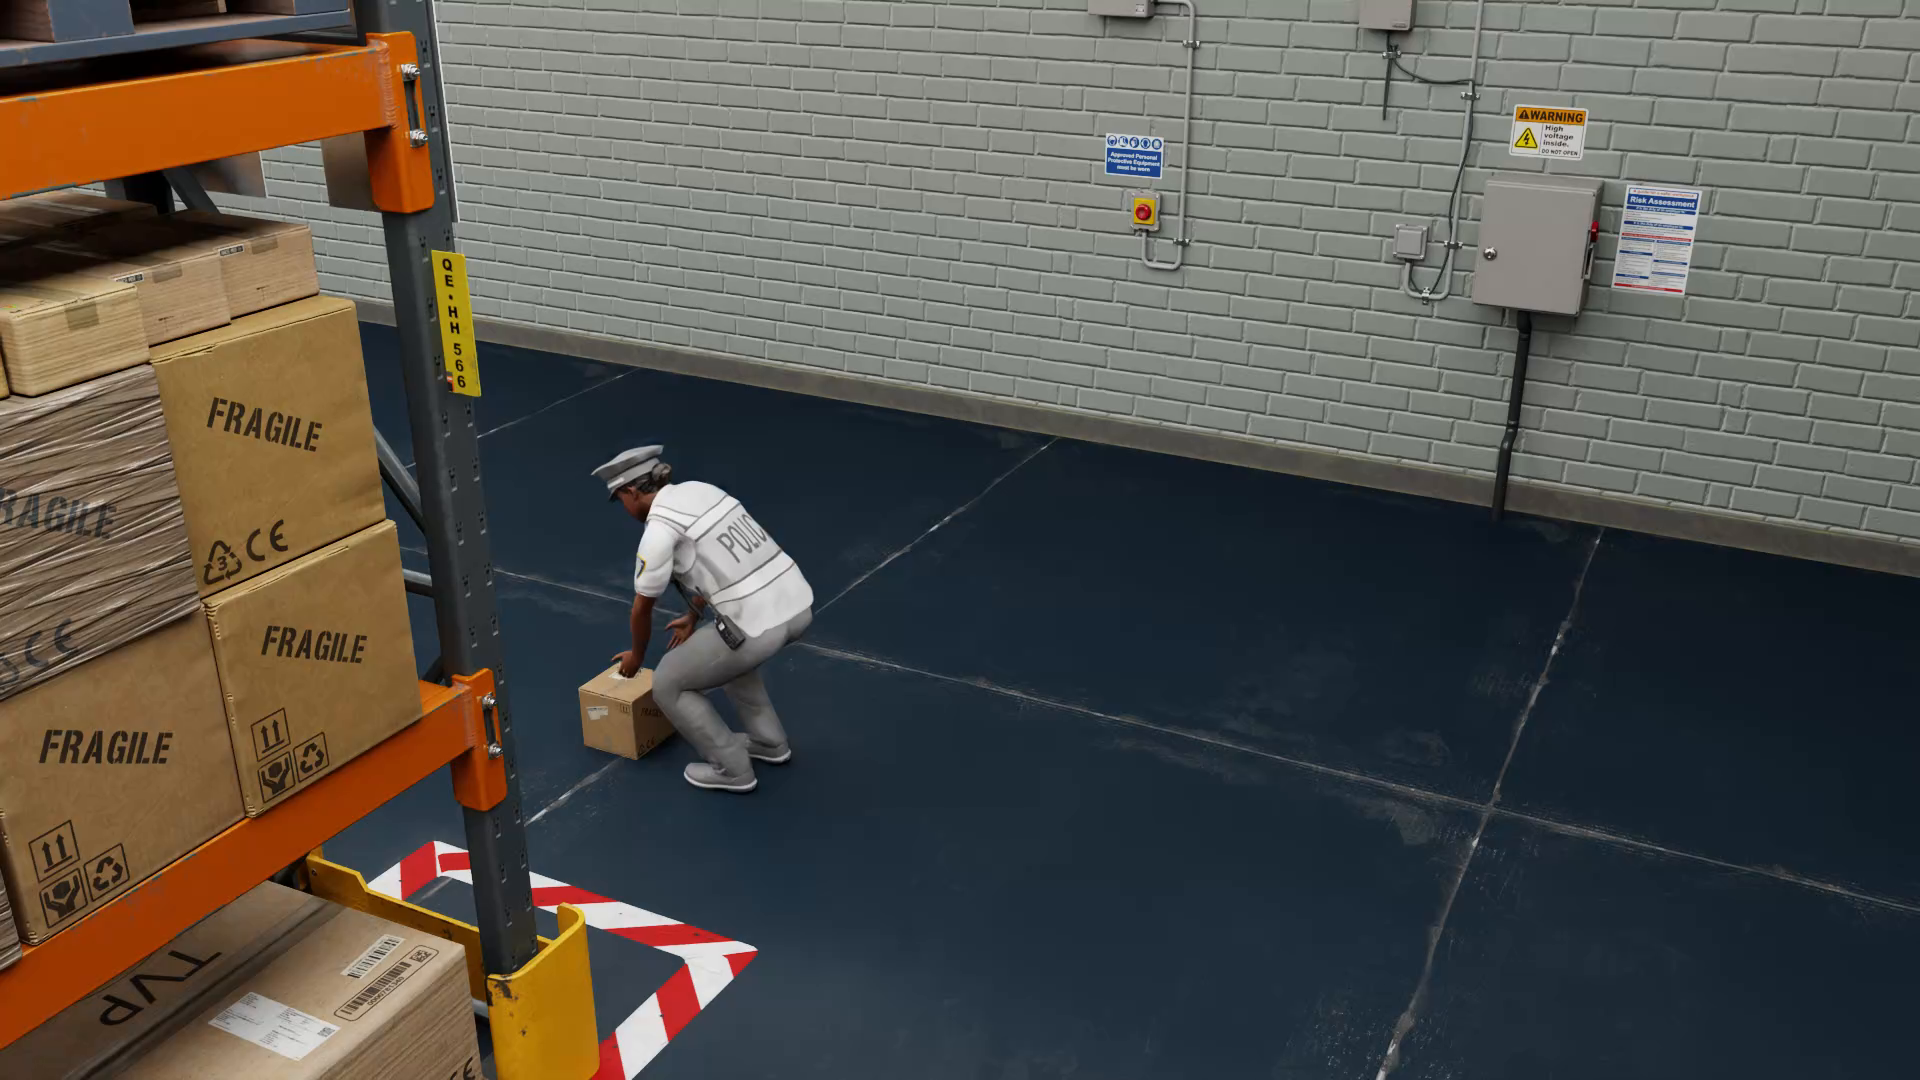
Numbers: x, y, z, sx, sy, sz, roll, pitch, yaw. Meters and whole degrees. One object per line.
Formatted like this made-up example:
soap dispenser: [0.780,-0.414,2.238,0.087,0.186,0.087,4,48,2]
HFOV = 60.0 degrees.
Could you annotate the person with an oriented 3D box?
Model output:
person: [-0.921,0.283,5.971,0.781,1.246,0.499,11,25,25]
